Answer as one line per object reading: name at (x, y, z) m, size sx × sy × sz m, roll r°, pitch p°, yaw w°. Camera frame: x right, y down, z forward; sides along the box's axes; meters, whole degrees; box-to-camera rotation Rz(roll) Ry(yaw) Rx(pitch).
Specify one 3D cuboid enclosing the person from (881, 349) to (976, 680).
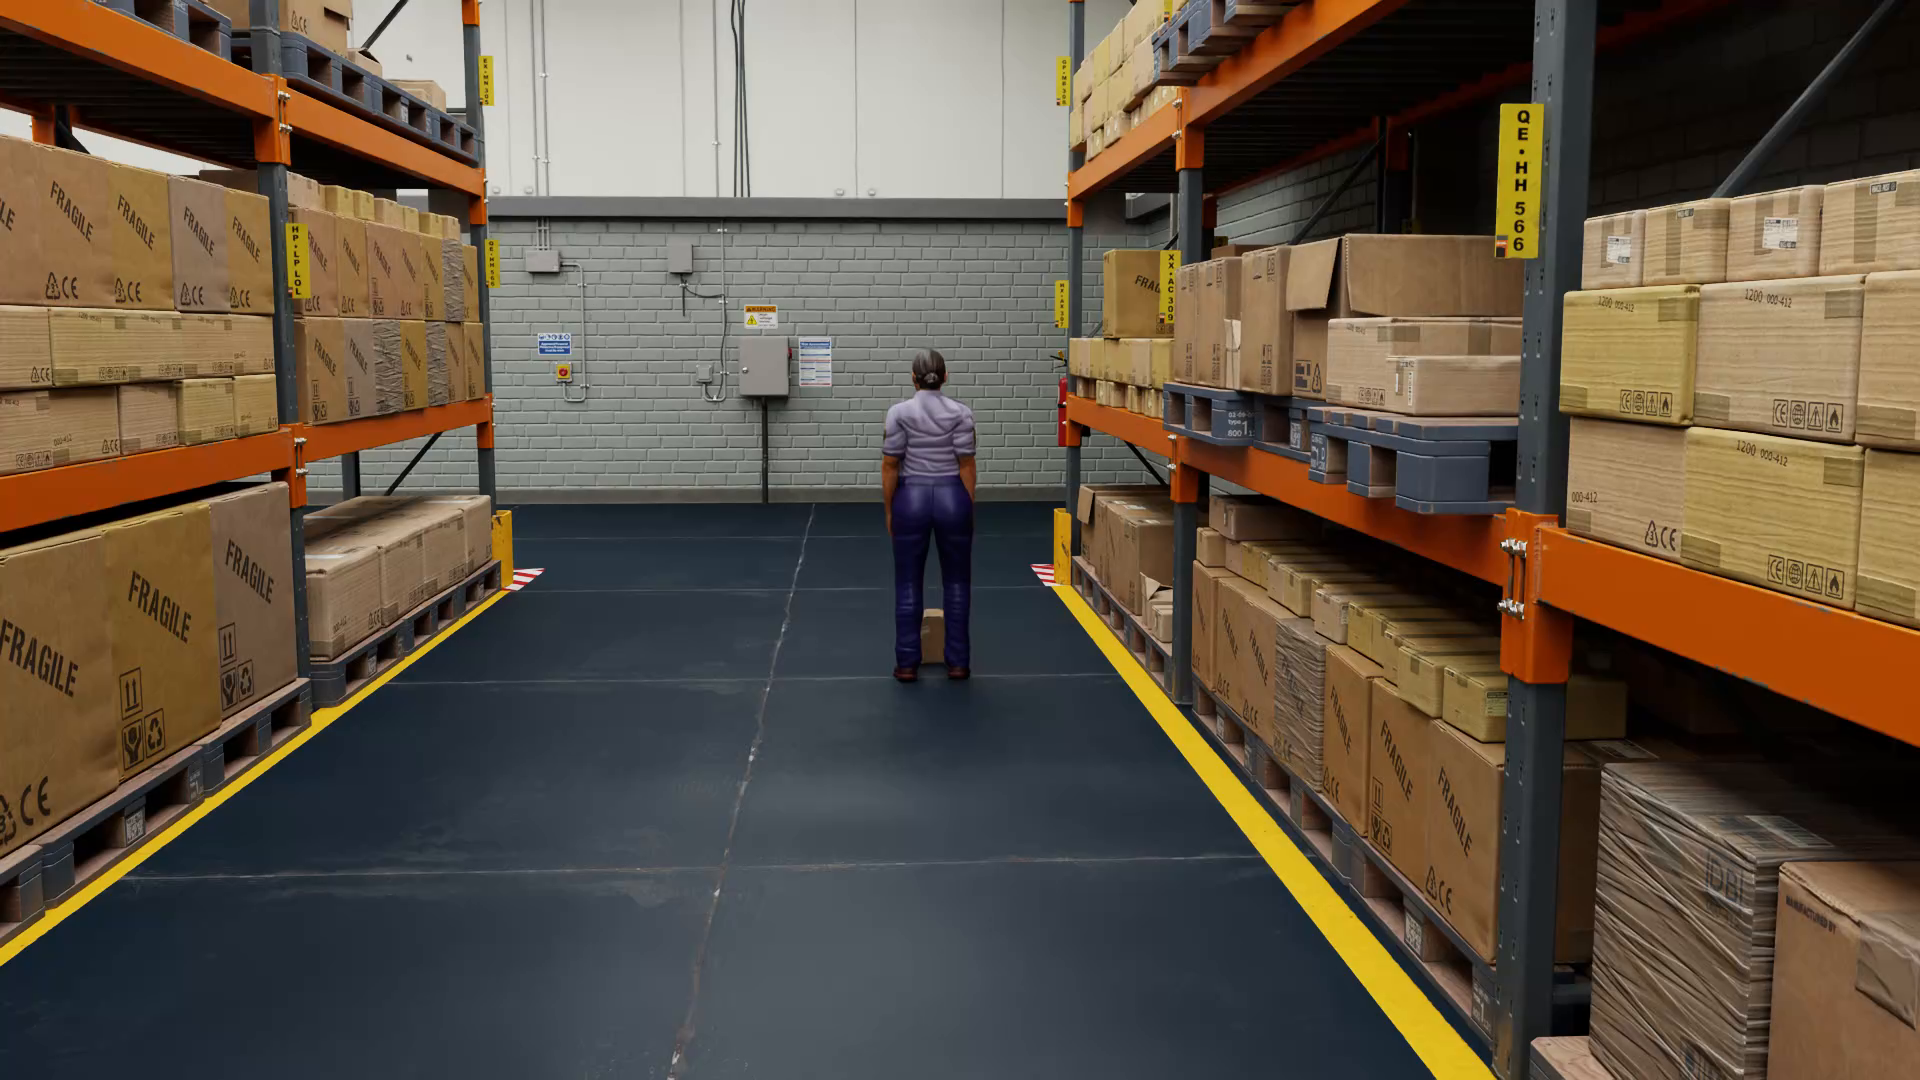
person at (-0.158, -0.117, 8.328) m, size 0.473 × 1.668 × 0.355 m, roll 0°, pitch 7°, yaw -3°
